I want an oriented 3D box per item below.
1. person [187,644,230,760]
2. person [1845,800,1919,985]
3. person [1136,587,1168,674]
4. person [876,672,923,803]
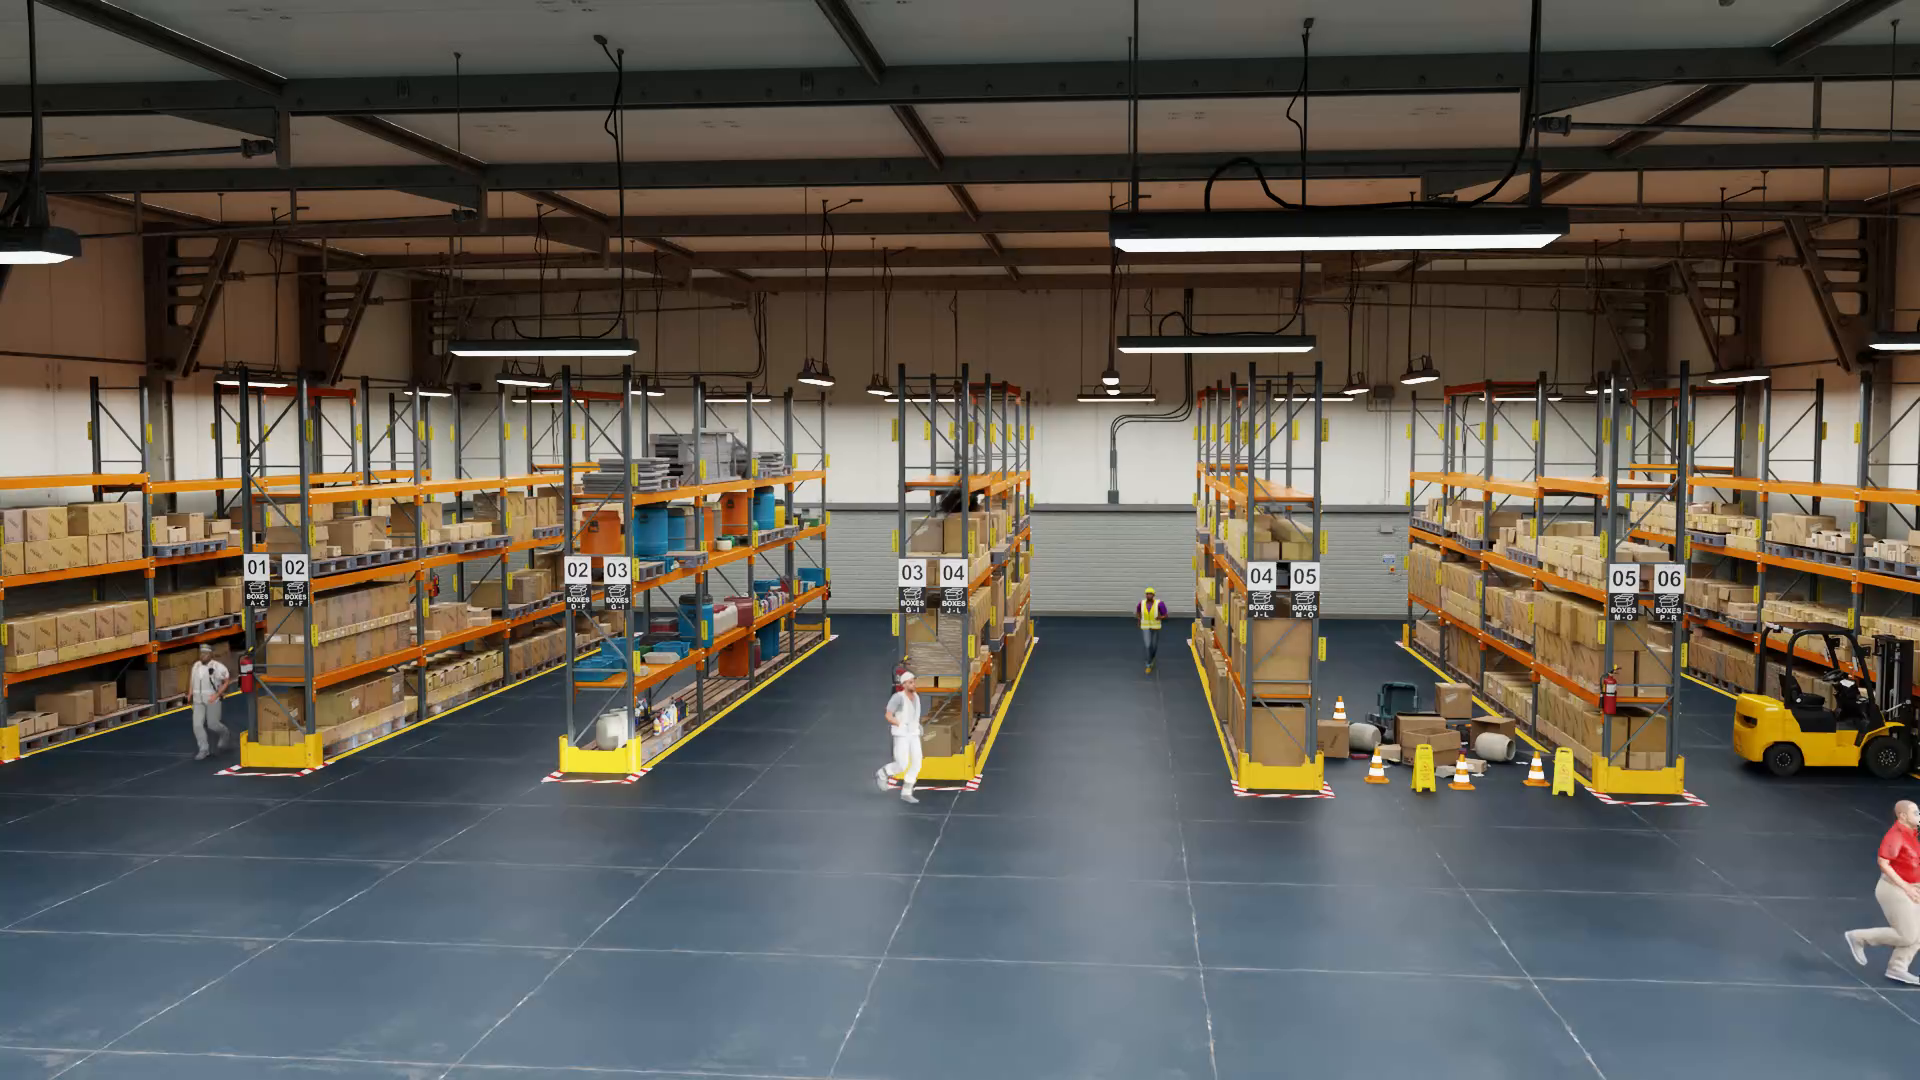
[{"bbox_3d":[-11.663,2.474,25.804,0.683,1.763,0.770,0,4,2],"label":"person"},{"bbox_3d":[8.505,3.197,15.212,0.652,1.675,0.650,3,5,41],"label":"person"},{"bbox_3d":[4.025,1.879,34.893,0.682,1.780,0.915,1,4,9],"label":"person"},{"bbox_3d":[-0.783,2.676,22.741,0.744,1.757,0.655,3,5,43],"label":"person"}]
